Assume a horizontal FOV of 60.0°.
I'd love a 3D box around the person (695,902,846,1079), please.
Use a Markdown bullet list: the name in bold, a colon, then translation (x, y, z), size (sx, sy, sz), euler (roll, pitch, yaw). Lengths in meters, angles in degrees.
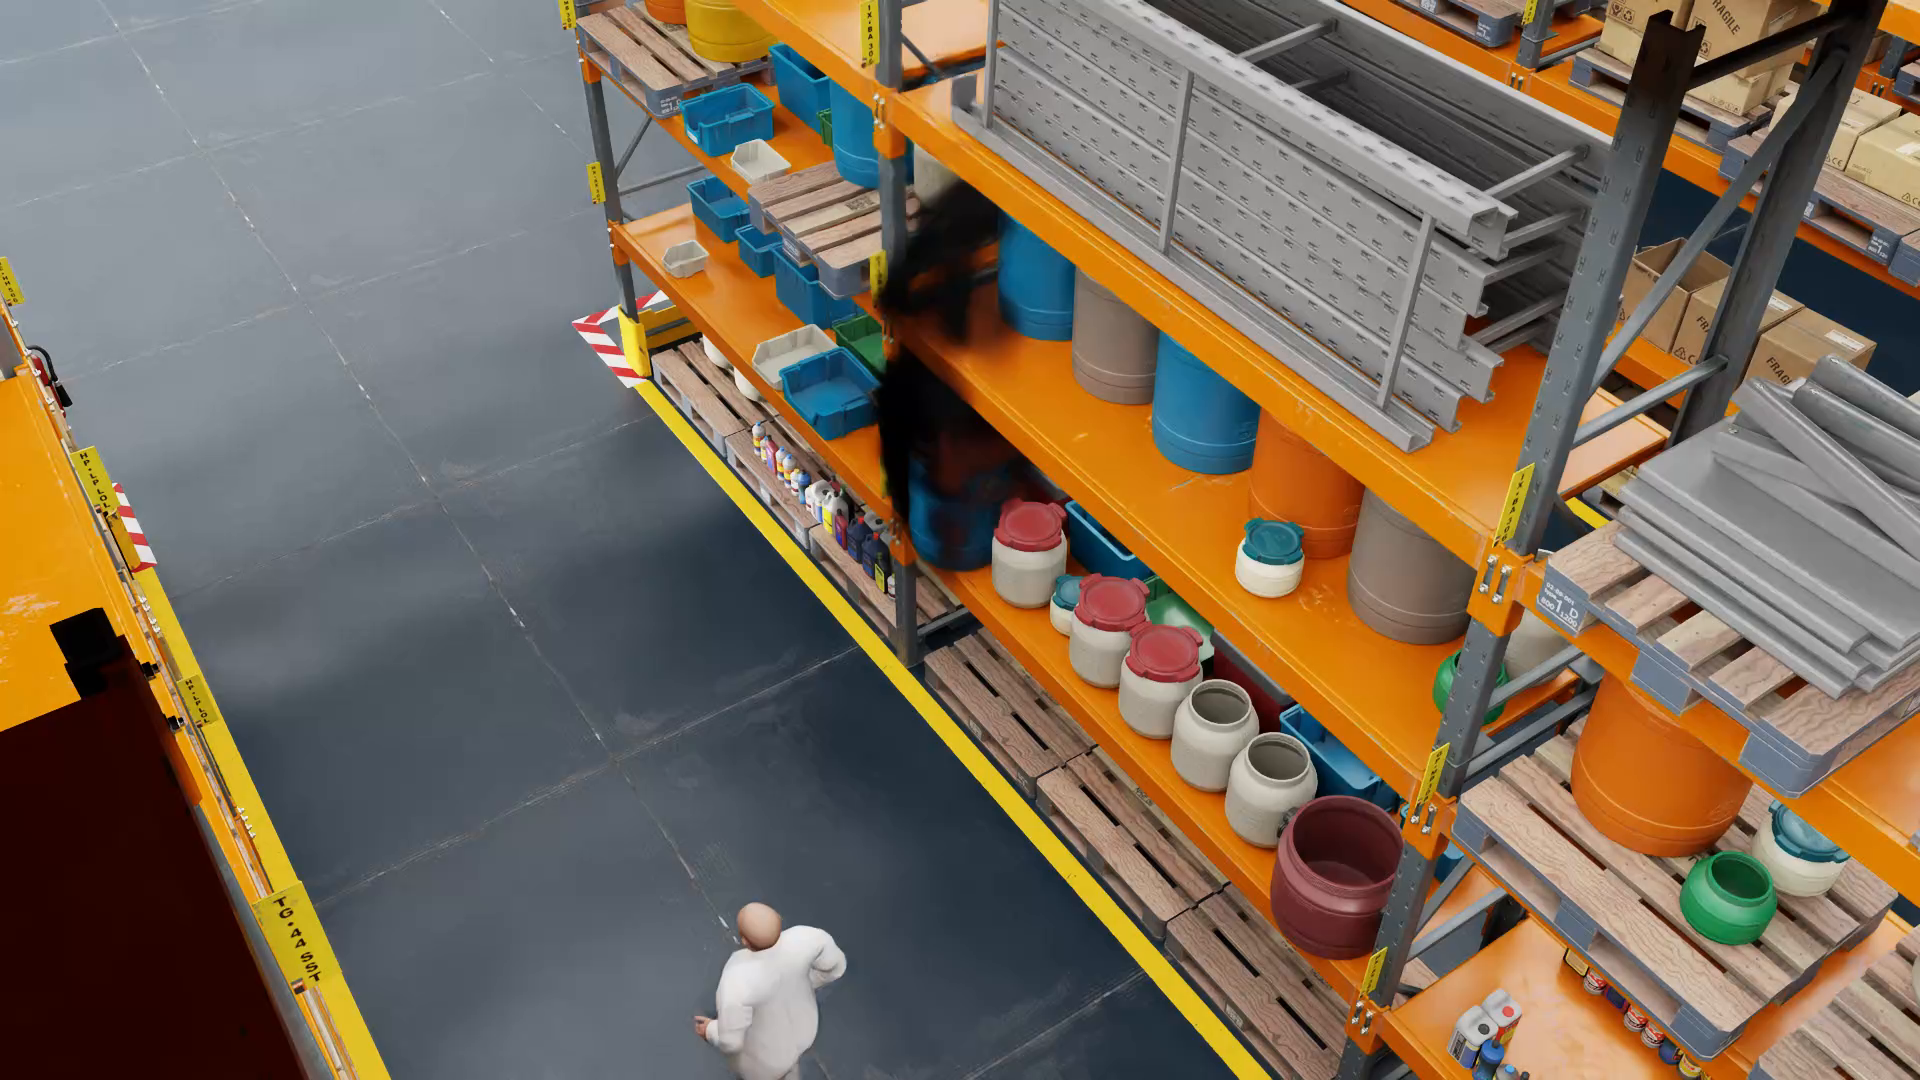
- **person**: translation (-0.777, 2.278, 7.594), size (0.694, 1.743, 0.693), euler (-32, 51, -30)
